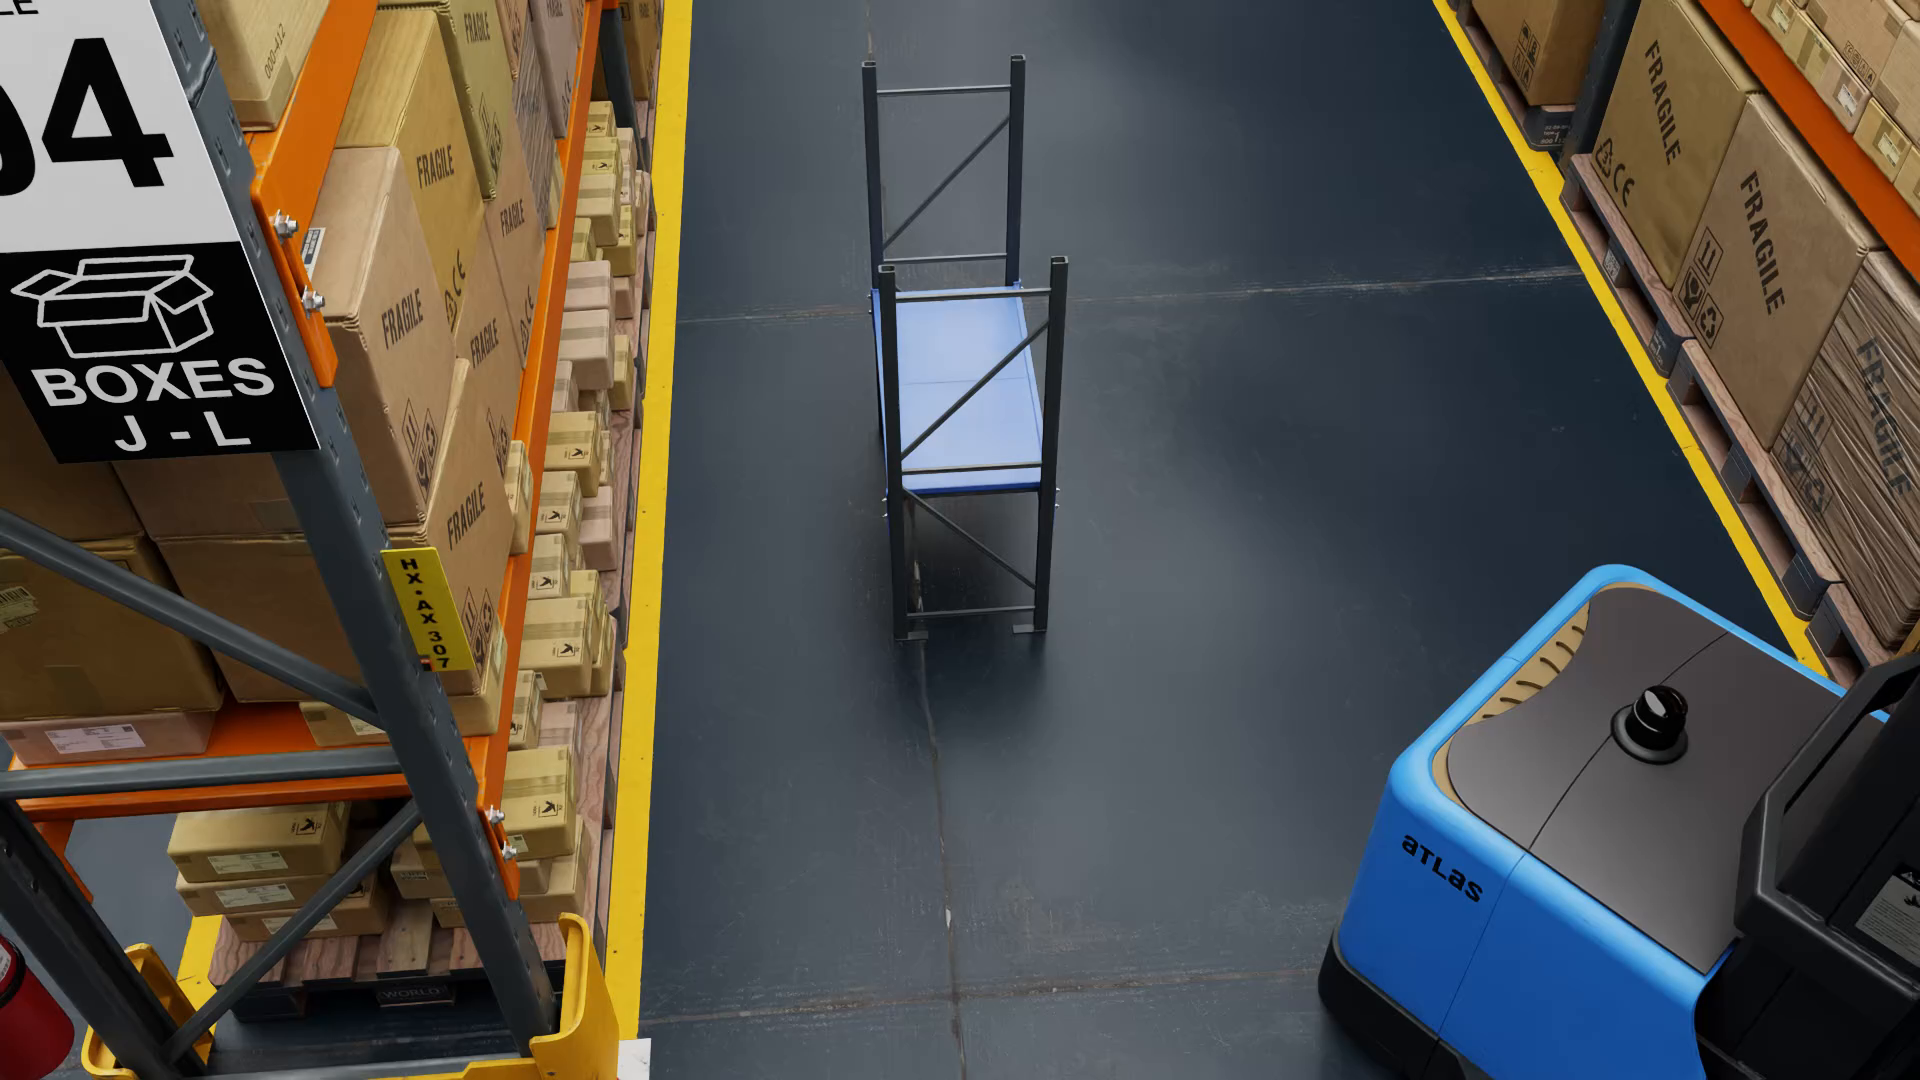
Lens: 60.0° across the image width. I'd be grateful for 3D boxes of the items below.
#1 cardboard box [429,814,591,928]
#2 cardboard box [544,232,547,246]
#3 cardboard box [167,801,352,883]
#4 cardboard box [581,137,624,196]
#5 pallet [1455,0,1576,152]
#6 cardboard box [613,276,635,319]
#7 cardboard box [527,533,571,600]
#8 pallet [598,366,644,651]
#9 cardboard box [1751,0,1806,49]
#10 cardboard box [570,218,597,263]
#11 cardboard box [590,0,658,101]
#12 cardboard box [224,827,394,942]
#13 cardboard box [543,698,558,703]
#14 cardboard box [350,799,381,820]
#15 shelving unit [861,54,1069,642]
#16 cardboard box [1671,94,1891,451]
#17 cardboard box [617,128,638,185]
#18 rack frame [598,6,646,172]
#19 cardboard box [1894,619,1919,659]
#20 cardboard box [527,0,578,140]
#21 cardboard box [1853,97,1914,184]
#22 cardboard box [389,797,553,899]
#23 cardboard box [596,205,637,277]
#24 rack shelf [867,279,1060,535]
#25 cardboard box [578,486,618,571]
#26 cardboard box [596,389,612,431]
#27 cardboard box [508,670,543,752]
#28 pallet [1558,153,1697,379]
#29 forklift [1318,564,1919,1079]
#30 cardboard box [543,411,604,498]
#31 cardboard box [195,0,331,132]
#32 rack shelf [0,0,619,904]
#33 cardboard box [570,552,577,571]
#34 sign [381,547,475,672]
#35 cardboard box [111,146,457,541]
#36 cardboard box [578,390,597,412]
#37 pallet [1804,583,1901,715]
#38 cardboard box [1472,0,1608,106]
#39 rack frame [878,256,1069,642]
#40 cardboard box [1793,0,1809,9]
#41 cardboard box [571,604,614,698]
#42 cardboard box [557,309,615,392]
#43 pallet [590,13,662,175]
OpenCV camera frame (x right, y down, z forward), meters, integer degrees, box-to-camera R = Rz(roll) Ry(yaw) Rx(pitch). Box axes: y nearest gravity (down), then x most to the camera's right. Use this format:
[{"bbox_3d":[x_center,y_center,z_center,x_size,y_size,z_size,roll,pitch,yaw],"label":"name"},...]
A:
[{"bbox_3d":[-1.214,0.897,4.509,0.380,0.149,0.250,-3,47,-2],"label":"cardboard box"},{"bbox_3d":[-1.372,-0.834,4.647,0.380,0.149,0.250,-2,47,-2],"label":"cardboard box"},{"bbox_3d":[-1.786,0.723,4.264,0.380,0.149,0.250,-3,47,-3],"label":"cardboard box"},{"bbox_3d":[-1.474,-1.379,6.255,0.380,0.149,0.250,-3,47,-3],"label":"cardboard box"},{"bbox_3d":[2.987,-2.258,7.743,1.003,0.211,1.213,-3,47,-3],"label":"pallet"},{"bbox_3d":[-1.427,-0.955,6.263,0.380,0.149,0.250,-5,47,-5],"label":"cardboard box"},{"bbox_3d":[-1.335,0.134,4.821,0.380,0.149,0.250,-6,47,-5],"label":"cardboard box"},{"bbox_3d":[-1.628,-0.107,5.706,1.003,0.211,1.213,-3,47,-3],"label":"pallet"},{"bbox_3d":[2.888,-1.772,5.535,0.380,0.149,0.250,-5,47,-4],"label":"cardboard box"},{"bbox_3d":[-1.502,-1.007,5.902,0.380,0.149,0.250,-2,47,-2],"label":"cardboard box"},{"bbox_3d":[-1.622,-2.270,7.267,0.500,0.500,0.500,-2,47,-2],"label":"cardboard box"},{"bbox_3d":[-1.742,0.927,4.480,0.380,0.149,0.250,-3,47,-3],"label":"cardboard box"},{"bbox_3d":[-1.353,0.425,4.751,0.380,0.149,0.250,-3,47,-3],"label":"cardboard box"},{"bbox_3d":[-1.786,0.636,4.551,0.380,0.149,0.250,-4,47,-4],"label":"cardboard box"},{"bbox_3d":[-0.007,-0.577,5.264,0.538,1.500,1.048,-3,47,-3],"label":"shelving unit"},{"bbox_3d":[3.177,-0.943,5.752,0.875,0.875,0.875,-3,47,-3],"label":"cardboard box"},{"bbox_3d":[-1.481,-1.493,6.567,0.380,0.149,0.250,-3,47,-2],"label":"cardboard box"},{"bbox_3d":[-1.824,-2.435,5.990,1.000,3.000,0.127,-3,47,-3],"label":"rack frame"},{"bbox_3d":[3.328,0.359,4.518,0.875,0.875,0.875,-3,47,-3],"label":"cardboard box"},{"bbox_3d":[-1.420,-1.503,4.834,0.500,0.500,0.500,-4,47,-4],"label":"cardboard box"},{"bbox_3d":[2.952,-1.215,5.008,0.380,0.149,0.250,-5,47,-4],"label":"cardboard box"},{"bbox_3d":[-1.278,0.798,4.397,0.380,0.149,0.250,-2,47,-2],"label":"cardboard box"},{"bbox_3d":[-1.406,-1.105,6.200,0.380,0.149,0.250,-5,47,-5],"label":"cardboard box"},{"bbox_3d":[-0.007,-0.454,5.395,0.538,0.185,1.000,-3,47,-3],"label":"rack shelf"},{"bbox_3d":[-1.308,-0.023,5.380,0.380,0.149,0.250,-6,47,-5],"label":"cardboard box"},{"bbox_3d":[-1.411,-0.394,5.732,0.380,0.149,0.250,-3,47,-3],"label":"cardboard box"},{"bbox_3d":[-1.338,0.499,4.476,0.380,0.149,0.250,-3,47,-3],"label":"cardboard box"},{"bbox_3d":[3.112,-1.149,6.693,1.003,0.211,1.213,-3,47,-3],"label":"pallet"},{"bbox_3d":[2.359,0.775,2.997,1.130,2.935,3.031,-35,56,-29],"label":"forklift"},{"bbox_3d":[-1.325,-0.260,5.195,0.380,0.149,0.250,-3,47,-3],"label":"cardboard box"},{"bbox_3d":[-1.272,-0.861,2.537,0.500,0.250,0.500,-2,47,-2],"label":"cardboard box"},{"bbox_3d":[-1.657,-0.740,4.881,1.077,0.370,4.000,-3,47,-3],"label":"rack shelf"},{"bbox_3d":[-1.383,0.047,5.109,0.380,0.149,0.250,-6,47,-5],"label":"cardboard box"},{"bbox_3d":[-0.949,0.129,2.966,0.100,0.325,0.005,-3,47,-3],"label":"sign"},{"bbox_3d":[-1.263,-0.362,3.065,0.500,0.500,0.500,-4,47,-4],"label":"cardboard box"},{"bbox_3d":[-1.440,-0.539,5.664,0.380,0.149,0.250,-5,47,-5],"label":"cardboard box"},{"bbox_3d":[3.316,0.616,5.021,1.003,0.211,1.213,-3,47,-3],"label":"pallet"},{"bbox_3d":[3.053,-2.539,7.263,1.225,0.875,0.875,-3,47,-3],"label":"cardboard box"},{"bbox_3d":[0.035,-0.210,4.916,0.500,1.500,0.032,-3,47,-3],"label":"rack frame"},{"bbox_3d":[2.941,-1.998,5.475,0.500,0.250,0.500,-4,47,-3],"label":"cardboard box"},{"bbox_3d":[-1.258,0.341,5.035,0.380,0.149,0.250,-3,47,-3],"label":"cardboard box"},{"bbox_3d":[-1.353,-0.623,5.538,0.380,0.149,0.250,-5,47,-5],"label":"cardboard box"},{"bbox_3d":[-1.891,-2.039,7.536,1.003,0.211,1.213,-3,47,-3],"label":"pallet"}]
